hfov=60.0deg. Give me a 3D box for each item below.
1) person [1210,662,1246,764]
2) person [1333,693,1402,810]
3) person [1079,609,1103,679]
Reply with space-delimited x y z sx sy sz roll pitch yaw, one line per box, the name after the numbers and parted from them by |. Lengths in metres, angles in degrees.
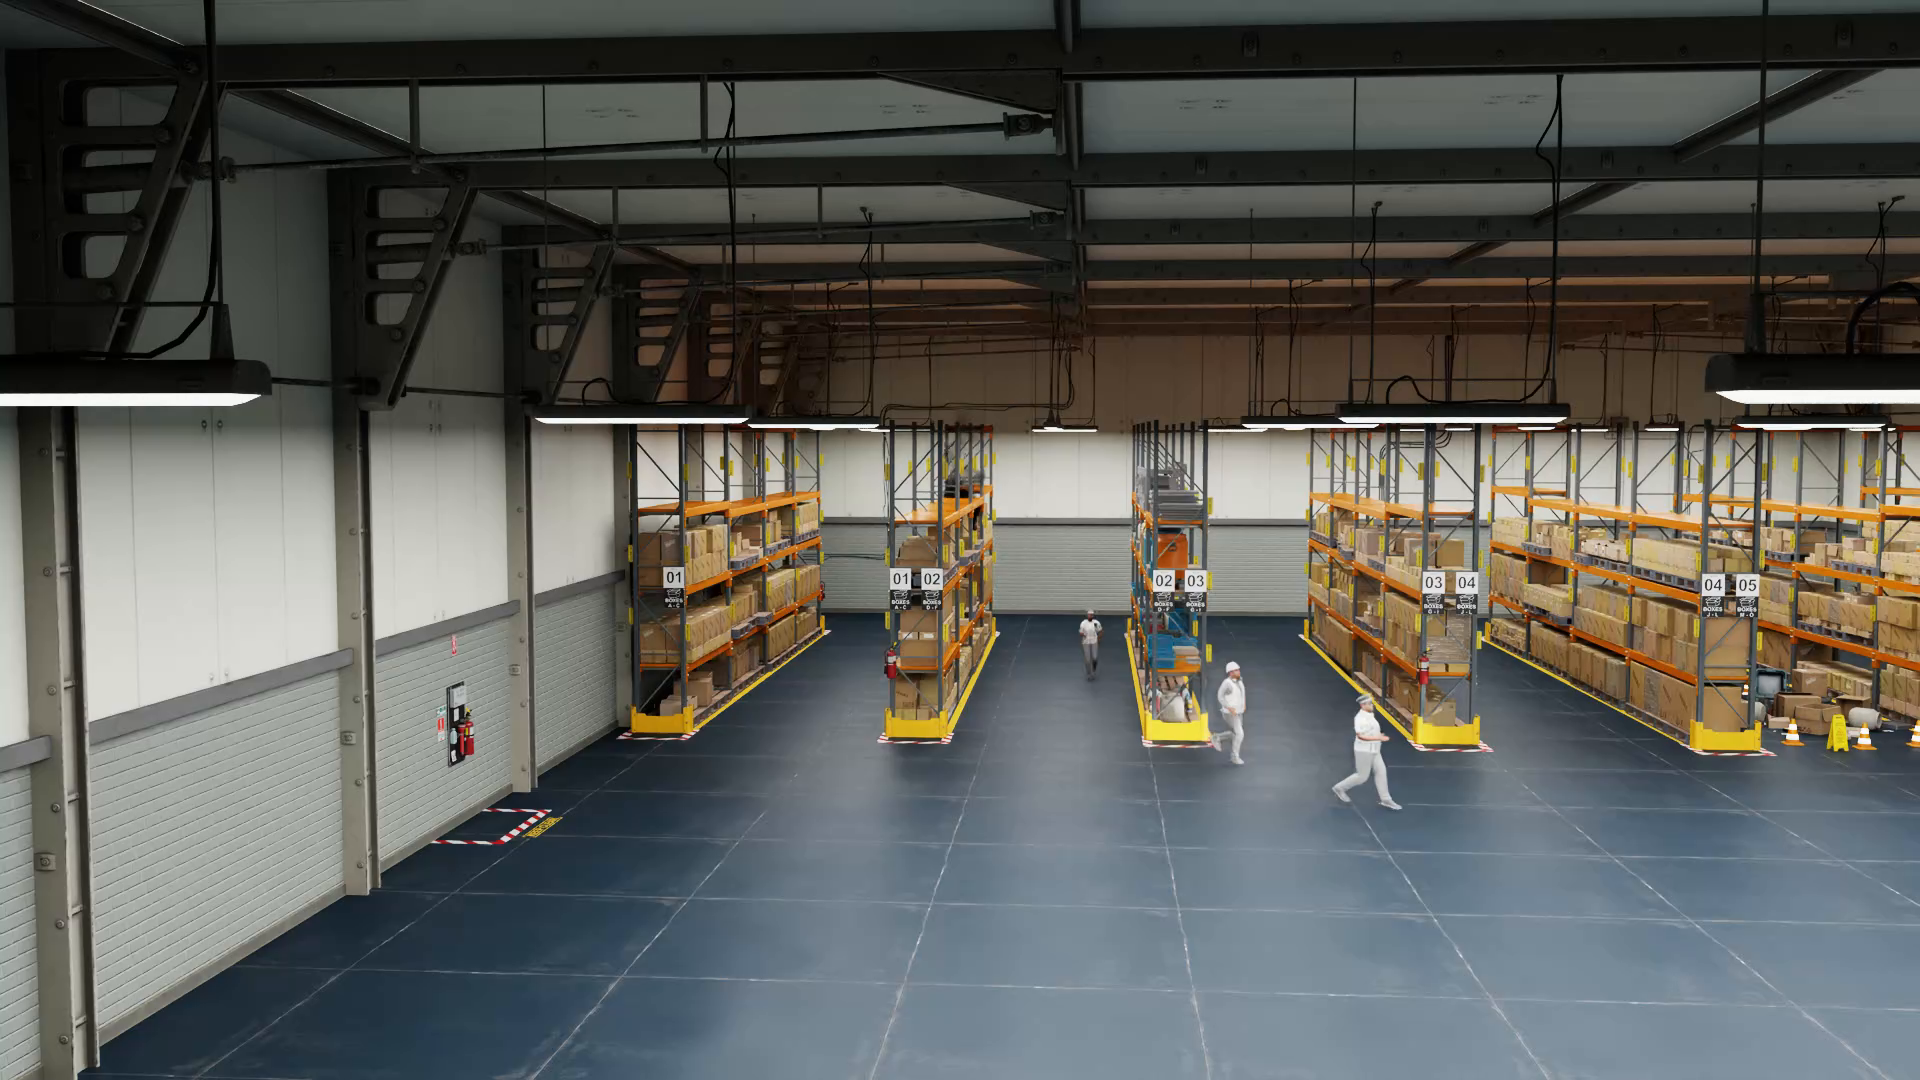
4.710 3.013 29.167 0.719 1.776 0.676 3 5 38 | person
6.245 3.219 25.448 1.032 1.768 0.675 2 4 30 | person
3.052 2.430 38.761 0.562 1.668 0.580 0 4 4 | person
